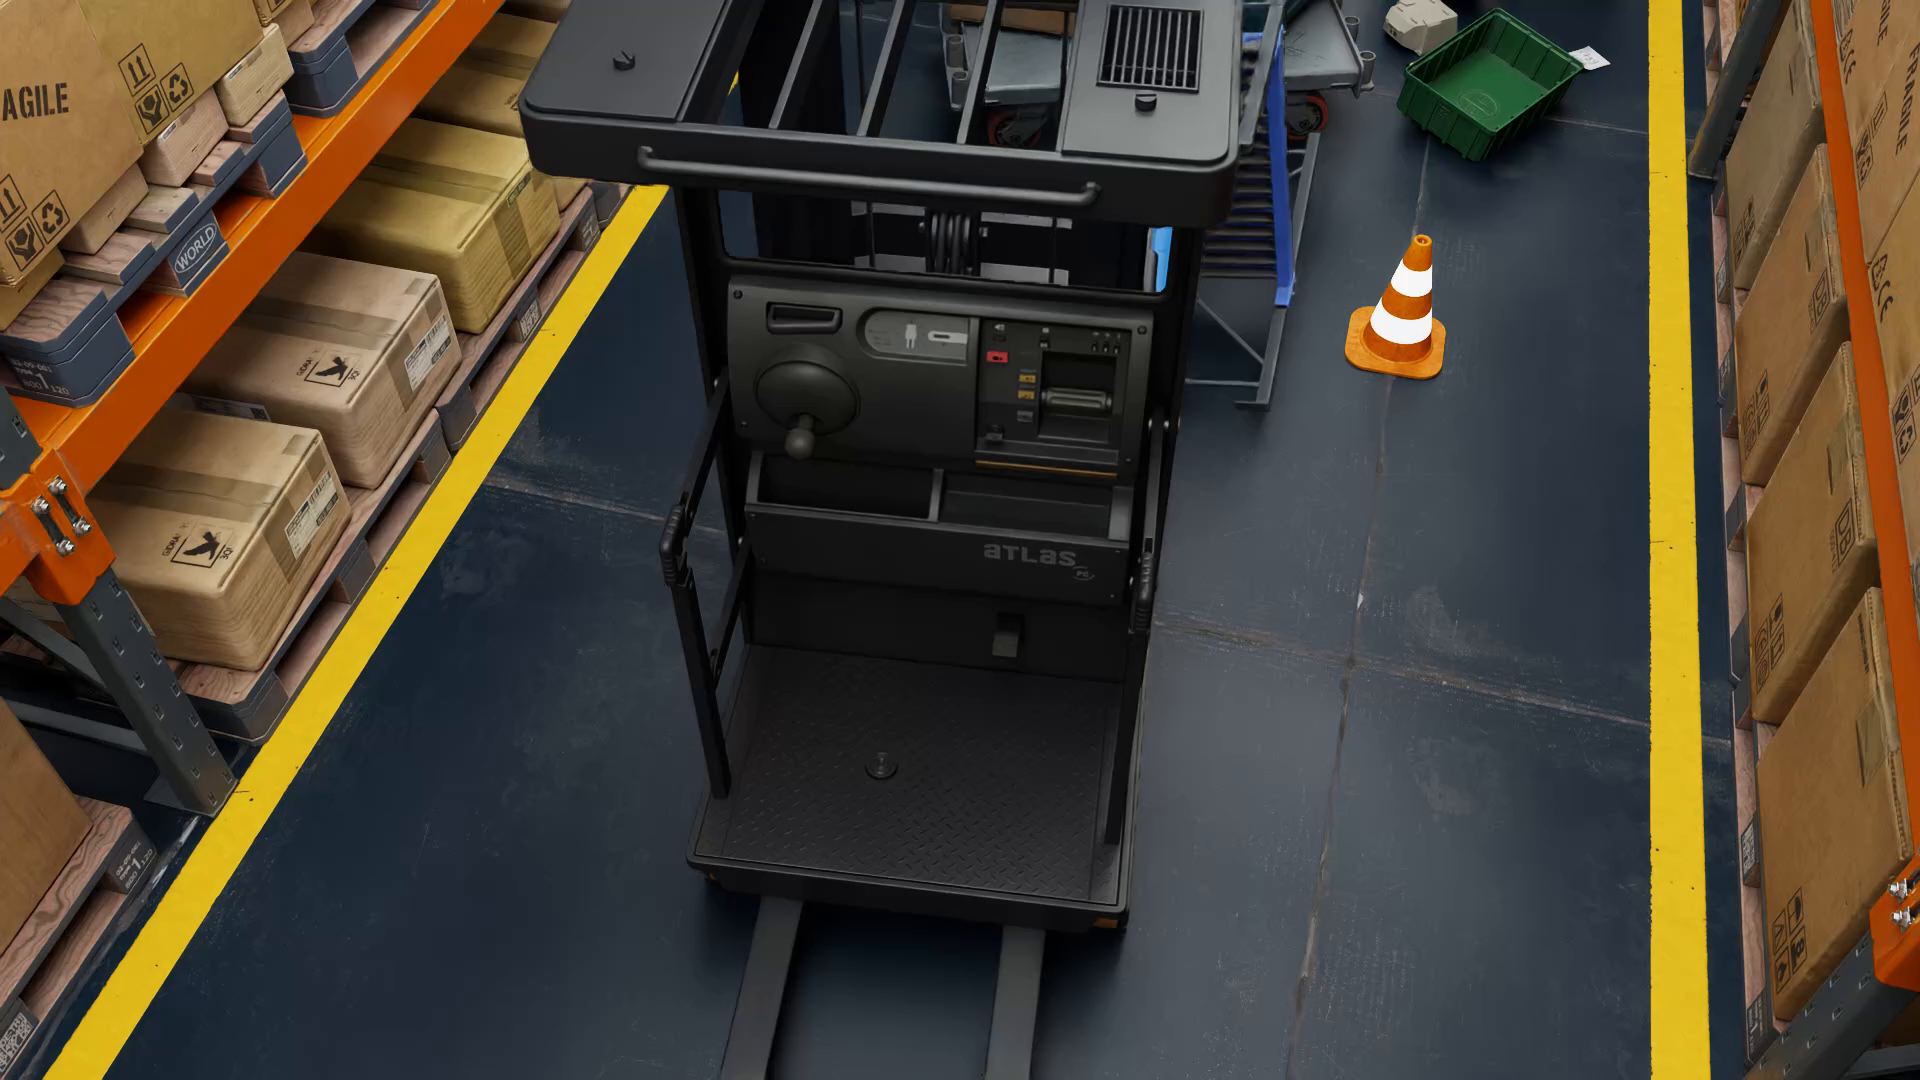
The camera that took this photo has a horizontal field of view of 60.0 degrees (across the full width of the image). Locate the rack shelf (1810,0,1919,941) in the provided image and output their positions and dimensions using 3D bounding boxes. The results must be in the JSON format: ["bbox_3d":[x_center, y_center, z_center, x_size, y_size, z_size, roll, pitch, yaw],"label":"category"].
[{"bbox_3d":[2.816,-0.672,4.322,1.077,0.370,4.000,12,50,10],"label":"rack shelf"}]

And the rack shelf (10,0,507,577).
[{"bbox_3d":[-1.986,-1.576,5.120,1.077,0.370,4.000,12,50,10],"label":"rack shelf"}]

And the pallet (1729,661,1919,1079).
[{"bbox_3d":[2.570,0.904,4.311,1.003,0.211,1.213,12,50,10],"label":"pallet"}]

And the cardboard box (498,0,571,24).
[{"bbox_3d":[-1.595,-2.150,6.619,0.950,0.372,0.625,12,50,11],"label":"cardboard box"}]

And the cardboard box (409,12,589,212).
[{"bbox_3d":[-1.781,-1.629,6.160,0.950,0.372,0.625,14,50,12],"label":"cardboard box"}]

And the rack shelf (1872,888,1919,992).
[{"bbox_3d":[1.763,2.221,1.769,1.077,0.370,4.000,12,50,10],"label":"rack shelf"}]

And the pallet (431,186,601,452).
[{"bbox_3d":[-1.982,-0.889,5.894,1.003,0.211,1.213,12,50,10],"label":"pallet"}]

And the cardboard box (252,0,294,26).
[{"bbox_3d":[-1.907,-1.681,4.188,0.500,0.500,0.500,12,50,11],"label":"cardboard box"}]

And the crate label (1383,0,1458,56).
[{"bbox_3d":[1.973,-2.209,7.108,0.298,0.136,0.250,-19,51,-16],"label":"crate label"}]

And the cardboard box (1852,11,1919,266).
[{"bbox_3d":[2.544,-0.969,4.038,0.500,0.500,0.500,12,50,11],"label":"cardboard box"}]

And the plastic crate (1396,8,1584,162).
[{"bbox_3d":[2.124,-1.829,6.701,0.662,0.188,0.450,-37,68,-28],"label":"plastic crate"}]

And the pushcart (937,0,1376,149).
[{"bbox_3d":[0.753,-1.979,6.745,1.648,0.377,0.936,-4,49,-3],"label":"pushcart"}]

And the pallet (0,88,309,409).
[{"bbox_3d":[-2.427,-0.840,4.119,1.213,0.211,1.003,12,50,10],"label":"pallet"}]

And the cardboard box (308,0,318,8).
[{"bbox_3d":[-1.907,-1.605,4.553,0.380,0.149,0.250,13,50,12],"label":"cardboard box"}]

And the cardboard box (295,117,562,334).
[{"bbox_3d":[-1.962,-1.126,5.716,0.950,0.372,0.625,13,50,11],"label":"cardboard box"}]

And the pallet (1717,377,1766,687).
[{"bbox_3d":[2.893,0.024,5.088,1.003,0.211,1.213,12,50,10],"label":"pallet"}]

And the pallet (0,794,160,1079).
[{"bbox_3d":[-2.792,1.111,4.129,1.003,0.211,1.213,12,50,10],"label":"pallet"}]

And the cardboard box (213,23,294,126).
[{"bbox_3d":[-1.932,-1.203,4.198,0.380,0.149,0.250,12,50,10],"label":"cardboard box"}]

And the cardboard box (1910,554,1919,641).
[{"bbox_3d":[2.149,0.125,3.073,0.500,0.500,0.500,12,50,10],"label":"cardboard box"}]

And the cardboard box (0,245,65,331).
[{"bbox_3d":[-2.247,-0.621,3.685,0.380,0.149,0.250,9,49,8],"label":"cardboard box"}]

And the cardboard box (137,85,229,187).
[{"bbox_3d":[-2.024,-1.008,4.026,0.380,0.149,0.250,9,49,8],"label":"cardboard box"}]

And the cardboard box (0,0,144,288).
[{"bbox_3d":[-2.171,-0.917,3.514,0.500,0.500,0.500,10,49,9],"label":"cardboard box"}]

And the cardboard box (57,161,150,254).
[{"bbox_3d":[-2.141,-0.819,3.860,0.380,0.149,0.250,9,49,8],"label":"cardboard box"}]

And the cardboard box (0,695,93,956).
[{"bbox_3d":[-2.774,0.680,3.786,0.875,0.875,0.875,11,50,10],"label":"cardboard box"}]

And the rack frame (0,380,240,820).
[{"bbox_3d":[-2.512,-0.367,3.573,1.000,3.000,0.127,12,50,10],"label":"rack frame"}]

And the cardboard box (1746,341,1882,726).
[{"bbox_3d":[2.764,0.086,4.394,1.050,0.750,0.750,12,50,11],"label":"cardboard box"}]

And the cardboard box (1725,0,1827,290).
[{"bbox_3d":[3.266,-1.284,5.603,1.050,0.750,0.750,11,50,10],"label":"cardboard box"}]

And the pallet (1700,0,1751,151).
[{"bbox_3d":[3.618,-1.968,6.847,1.003,0.211,1.213,12,50,10],"label":"pallet"}]

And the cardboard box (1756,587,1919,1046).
[{"bbox_3d":[2.537,0.719,3.835,1.050,0.750,0.750,11,49,10],"label":"cardboard box"}]

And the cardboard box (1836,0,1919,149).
[{"bbox_3d":[2.678,-1.336,4.362,0.500,0.500,0.500,11,50,10],"label":"cardboard box"}]

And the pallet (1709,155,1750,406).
[{"bbox_3d":[3.212,-0.861,5.869,1.003,0.211,1.213,12,50,10],"label":"pallet"}]

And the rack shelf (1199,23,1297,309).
[{"bbox_3d":[0.823,-1.214,5.516,0.538,1.000,0.185,4,50,17],"label":"rack shelf"}]

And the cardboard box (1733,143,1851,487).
[{"bbox_3d":[3.008,-0.587,4.988,1.050,0.750,0.750,12,50,10],"label":"cardboard box"}]

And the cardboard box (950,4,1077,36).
[{"bbox_3d":[0.266,-2.354,6.489,0.500,0.500,0.500,12,50,10],"label":"cardboard box"}]

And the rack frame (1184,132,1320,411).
[{"bbox_3d":[0.960,-1.011,5.996,0.500,0.032,1.500,4,50,17],"label":"rack frame"}]

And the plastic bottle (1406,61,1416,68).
[{"bbox_3d":[1.959,-1.882,6.870,0.133,0.061,0.283,-11,50,-10],"label":"plastic bottle"}]

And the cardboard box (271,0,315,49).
[{"bbox_3d":[-1.944,-1.393,4.366,0.380,0.149,0.250,14,50,12],"label":"cardboard box"}]

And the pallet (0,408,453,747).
[{"bbox_3d":[-2.305,-0.009,5.117,1.003,0.211,1.213,12,50,10],"label":"pallet"}]

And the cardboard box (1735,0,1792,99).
[{"bbox_3d":[3.576,-2.234,6.358,0.875,0.875,0.875,12,50,11],"label":"cardboard box"}]

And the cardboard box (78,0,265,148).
[{"bbox_3d":[-2.040,-1.296,3.848,0.500,0.500,0.500,14,50,12],"label":"cardboard box"}]

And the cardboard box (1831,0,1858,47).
[{"bbox_3d":[2.812,-1.697,4.680,0.500,0.500,0.500,12,50,10],"label":"cardboard box"}]

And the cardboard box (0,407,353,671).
[{"bbox_3d":[-2.354,-0.043,4.760,0.950,0.372,0.625,9,49,7],"label":"cardboard box"}]

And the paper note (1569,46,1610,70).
[{"bbox_3d":[2.646,-2.039,7.029,0.147,0.020,0.142,-19,51,-16],"label":"paper note"}]

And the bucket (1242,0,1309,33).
[{"bbox_3d":[1.154,-2.330,6.475,0.726,0.611,0.620,28,64,22],"label":"bucket"}]

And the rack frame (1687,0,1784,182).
[{"bbox_3d":[3.343,-2.357,5.329,1.000,3.000,0.127,12,50,10],"label":"rack frame"}]

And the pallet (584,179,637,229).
[{"bbox_3d":[-1.663,-1.774,6.675,1.003,0.211,1.213,12,50,10],"label":"pallet"}]

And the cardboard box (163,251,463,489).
[{"bbox_3d":[-2.167,-0.579,5.233,0.950,0.372,0.625,11,49,9],"label":"cardboard box"}]

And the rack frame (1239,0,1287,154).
[{"bbox_3d":[0.775,-1.685,5.258,0.500,0.032,1.500,4,50,17],"label":"rack frame"}]

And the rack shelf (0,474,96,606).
[{"bbox_3d":[-3.039,1.318,2.566,1.077,0.370,4.000,12,50,10],"label":"rack shelf"}]

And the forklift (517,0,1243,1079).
[{"bbox_3d":[-0.077,-0.246,3.513,1.130,2.935,3.031,6,49,5],"label":"forklift"}]

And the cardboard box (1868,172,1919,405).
[{"bbox_3d":[2.414,-0.597,3.710,0.500,0.500,0.500,11,49,9],"label":"cardboard box"}]

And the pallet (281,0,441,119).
[{"bbox_3d":[-2.031,-1.744,4.916,1.003,0.211,1.213,12,50,10],"label":"pallet"}]

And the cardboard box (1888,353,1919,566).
[{"bbox_3d":[2.282,-0.236,3.391,0.500,0.500,0.500,12,50,10],"label":"cardboard box"}]

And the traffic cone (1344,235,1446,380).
[{"bbox_3d":[1.533,-0.845,5.687,0.336,0.463,0.334,12,50,10],"label":"traffic cone"}]

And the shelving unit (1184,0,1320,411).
[{"bbox_3d":[0.867,-1.348,5.627,0.538,1.048,1.500,4,50,17],"label":"shelving unit"}]
